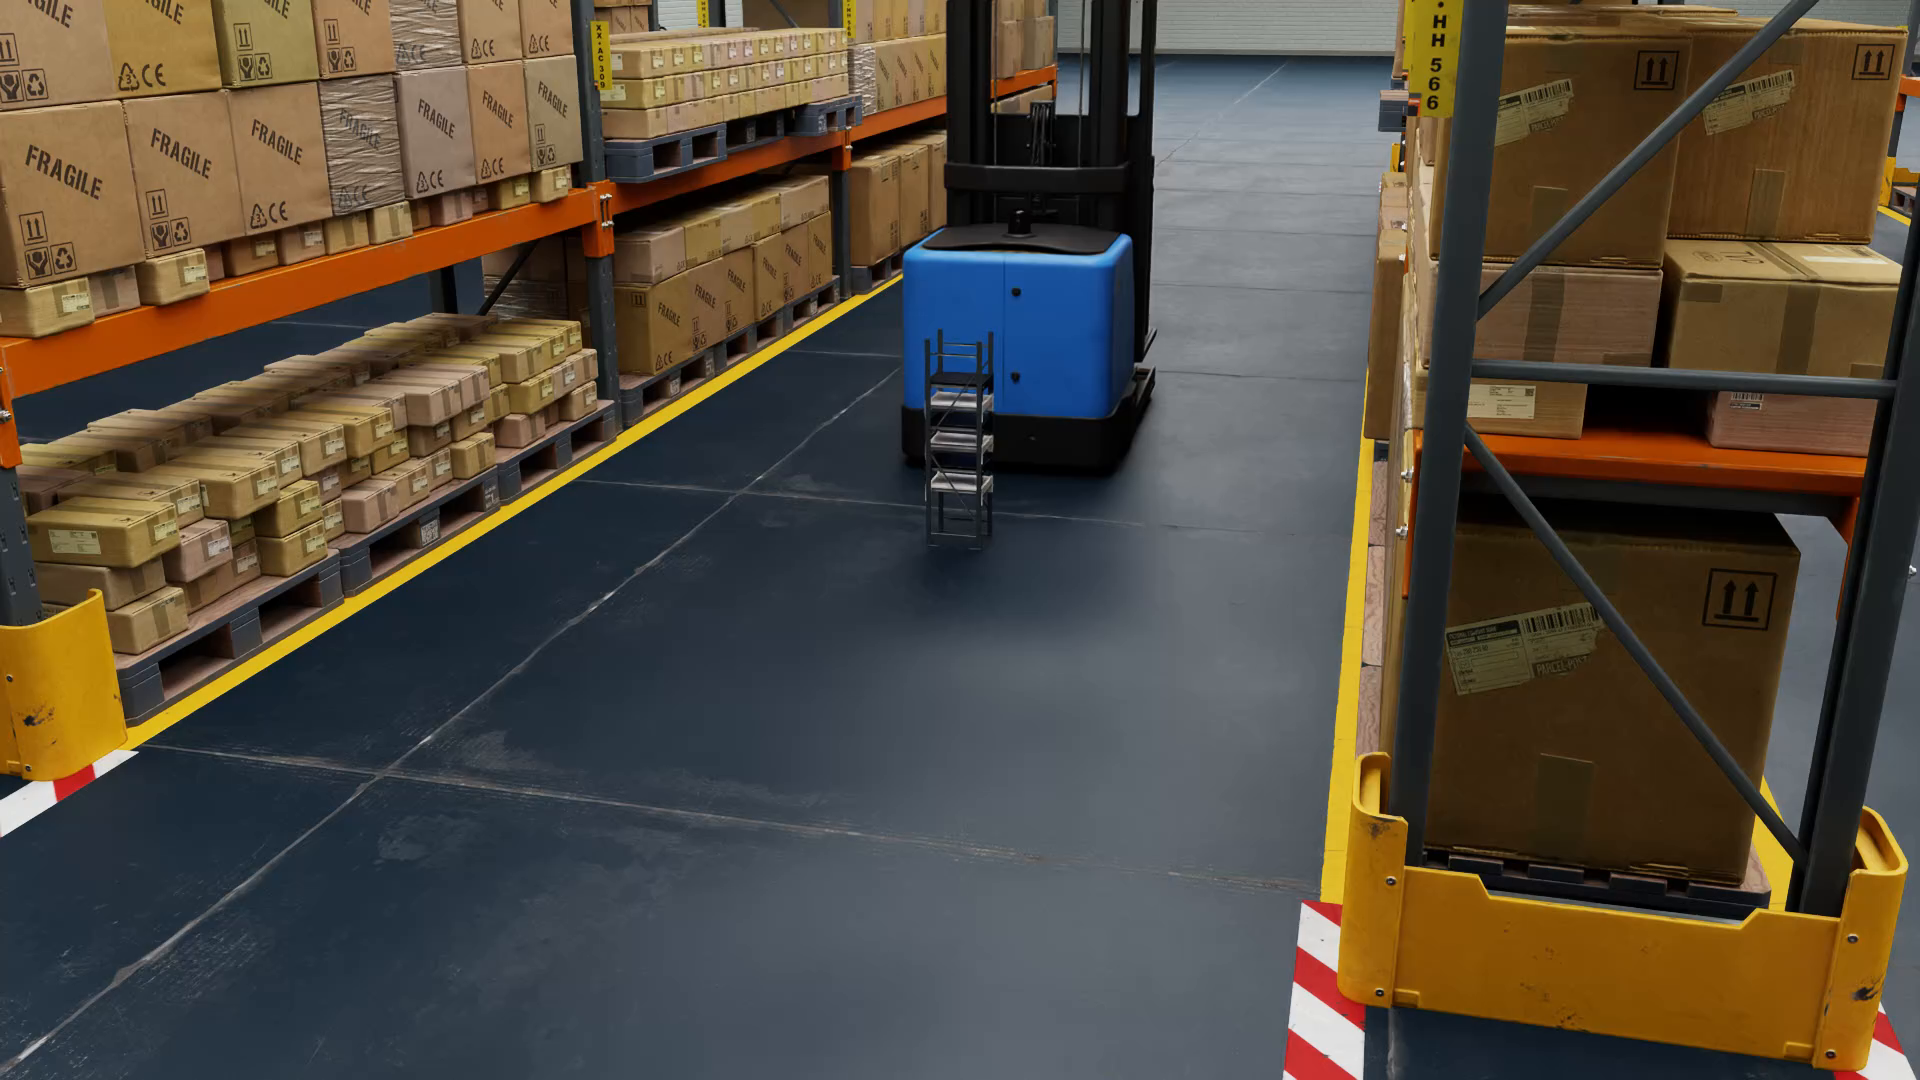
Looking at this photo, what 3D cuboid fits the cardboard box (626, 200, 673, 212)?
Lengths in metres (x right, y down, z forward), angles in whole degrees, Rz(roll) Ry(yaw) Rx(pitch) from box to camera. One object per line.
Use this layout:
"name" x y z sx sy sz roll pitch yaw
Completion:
"cardboard box" -2.104 -1.963 10.351 0.500 0.250 0.500 4 19 11

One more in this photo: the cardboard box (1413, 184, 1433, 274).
"cardboard box" 1.623 -0.896 4.942 0.500 0.250 0.500 4 19 12

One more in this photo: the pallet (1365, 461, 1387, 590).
"pallet" 2.229 -0.037 6.969 1.003 0.211 1.213 5 19 13

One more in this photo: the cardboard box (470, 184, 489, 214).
"cardboard box" -2.347 -1.541 7.448 0.380 0.149 0.250 4 19 12

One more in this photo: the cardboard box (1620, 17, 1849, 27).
"cardboard box" 2.135 -1.208 4.696 0.500 0.500 0.500 4 19 12

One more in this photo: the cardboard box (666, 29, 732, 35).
"cardboard box" -1.745 -3.337 11.134 0.380 0.149 0.250 5 19 13

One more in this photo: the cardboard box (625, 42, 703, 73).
"cardboard box" -1.625 -2.628 9.061 0.380 0.149 0.250 5 19 14

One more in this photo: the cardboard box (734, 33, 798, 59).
"cardboard box" -1.246 -3.117 10.493 0.380 0.149 0.250 5 19 13

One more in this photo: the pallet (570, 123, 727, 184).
"pallet" -1.966 -2.149 9.136 1.003 0.211 1.213 5 19 13

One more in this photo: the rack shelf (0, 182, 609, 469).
"rack shelf" -2.783 -1.045 6.718 1.077 0.370 4.000 5 19 13

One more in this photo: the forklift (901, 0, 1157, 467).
"forklift" 0.520 -2.176 9.025 1.130 2.935 3.031 4 19 11

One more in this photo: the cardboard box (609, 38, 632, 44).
"cardboard box" -2.128 -2.839 9.676 0.380 0.149 0.250 4 19 12

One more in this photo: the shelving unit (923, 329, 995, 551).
"shelving unit" -0.002 -0.423 7.035 0.258 0.900 0.210 5 19 13

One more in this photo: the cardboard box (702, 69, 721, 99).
"cardboard box" -1.565 -2.564 9.331 0.380 0.149 0.250 4 19 11

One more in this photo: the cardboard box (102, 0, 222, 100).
"cardboard box" -2.787 -1.698 5.356 0.500 0.500 0.500 5 20 15

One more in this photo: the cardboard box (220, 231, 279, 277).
"cardboard box" -2.714 -1.053 6.019 0.380 0.149 0.250 4 19 13

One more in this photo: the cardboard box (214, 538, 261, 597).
"cardboard box" -2.795 0.086 6.055 0.380 0.149 0.250 5 19 14

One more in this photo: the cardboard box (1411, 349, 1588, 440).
"cardboard box" 1.281 -0.354 3.971 0.380 0.149 0.250 5 19 14

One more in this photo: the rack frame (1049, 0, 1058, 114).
"rack frame" 0.638 -5.773 19.449 1.000 3.000 0.127 5 19 13

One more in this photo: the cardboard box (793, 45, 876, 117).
"cardboard box" -0.946 -3.432 12.441 0.500 0.500 0.500 5 19 14

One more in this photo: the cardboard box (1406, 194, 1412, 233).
"cardboard box" 2.032 -1.321 6.803 0.380 0.149 0.250 4 19 12

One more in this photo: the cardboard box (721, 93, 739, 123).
"cardboard box" -1.501 -2.503 9.613 0.380 0.149 0.250 4 19 11

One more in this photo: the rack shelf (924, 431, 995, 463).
"rack shelf" -0.002 -0.392 7.045 0.258 0.077 0.200 5 19 13

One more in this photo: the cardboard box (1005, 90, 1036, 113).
"cardboard box" 0.323 -4.473 18.279 0.875 0.875 0.875 4 19 13

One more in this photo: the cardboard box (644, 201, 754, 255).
"cardboard box" -1.601 -1.920 10.225 0.500 0.250 0.500 5 20 15

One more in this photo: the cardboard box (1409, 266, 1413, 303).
"cardboard box" 1.655 -0.833 5.373 0.380 0.149 0.250 5 19 14

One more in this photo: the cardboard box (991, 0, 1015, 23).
"cardboard box" 0.071 -5.554 16.905 0.875 0.550 0.550 5 19 13

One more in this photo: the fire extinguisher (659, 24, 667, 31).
"fire extinguisher" -3.712 -6.095 20.512 0.296 0.674 0.183 5 19 13

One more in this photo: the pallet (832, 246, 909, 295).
"pallet" -1.051 -2.187 13.265 1.003 0.211 1.213 5 19 13

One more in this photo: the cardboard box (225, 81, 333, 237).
"cardboard box" -2.656 -1.387 5.994 0.500 0.500 0.500 5 19 14

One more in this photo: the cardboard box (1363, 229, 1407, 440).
"cardboard box" 2.628 -0.984 8.065 1.225 0.875 0.875 5 19 14

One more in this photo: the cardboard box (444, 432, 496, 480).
"cardboard box" -2.313 -0.387 7.442 0.380 0.149 0.250 5 19 13

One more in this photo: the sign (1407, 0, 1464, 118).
"sign" 0.991 -1.042 3.440 0.100 0.325 0.005 5 19 13

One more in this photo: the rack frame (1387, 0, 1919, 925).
"rack frame" 1.513 -0.335 3.527 1.000 3.000 0.127 5 19 13

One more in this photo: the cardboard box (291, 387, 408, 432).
"cardboard box" -2.543 -0.527 6.931 0.380 0.149 0.250 5 19 14

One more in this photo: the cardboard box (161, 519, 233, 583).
"cardboard box" -2.773 0.026 5.771 0.380 0.149 0.250 5 19 13

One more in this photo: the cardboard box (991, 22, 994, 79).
"cardboard box" -0.149 -4.881 16.605 0.875 0.550 0.550 5 19 13

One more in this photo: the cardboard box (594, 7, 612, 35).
"cardboard box" -4.305 -5.815 18.958 0.500 0.500 0.500 5 19 13

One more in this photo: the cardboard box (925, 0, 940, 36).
"cardboard box" -0.579 -4.722 14.671 0.700 0.500 0.500 4 19 12

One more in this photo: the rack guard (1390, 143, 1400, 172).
"rack guard" 5.404 -4.143 18.544 1.175 0.500 0.348 5 19 13

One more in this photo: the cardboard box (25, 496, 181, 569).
"cardboard box" -2.814 -0.027 5.466 0.380 0.149 0.250 4 19 11

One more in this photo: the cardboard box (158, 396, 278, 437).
"cardboard box" -3.023 -0.479 6.791 0.380 0.149 0.250 4 19 12

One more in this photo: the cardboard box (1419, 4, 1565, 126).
"cardboard box" 2.126 -1.883 6.672 0.500 0.500 0.500 5 19 13

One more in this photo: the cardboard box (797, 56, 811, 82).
"cardboard box" -1.183 -3.051 10.757 0.380 0.149 0.250 5 19 14

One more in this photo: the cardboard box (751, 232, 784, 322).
"cardboard box" -1.468 -1.725 10.815 0.500 0.500 0.500 4 19 11

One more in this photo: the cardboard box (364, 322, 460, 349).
"cardboard box" -2.704 -0.970 8.227 0.380 0.149 0.250 6 20 16

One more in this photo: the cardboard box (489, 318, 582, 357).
"cardboard box" -2.129 -1.011 8.347 0.380 0.149 0.250 5 20 15

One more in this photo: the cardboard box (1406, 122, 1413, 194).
"cardboard box" 2.468 -1.959 8.126 0.500 0.500 0.500 5 20 15

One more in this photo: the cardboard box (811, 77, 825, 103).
"cardboard box" -1.117 -2.996 11.058 0.380 0.149 0.250 5 19 14

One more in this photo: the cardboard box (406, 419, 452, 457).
"cardboard box" -2.450 -0.473 7.231 0.380 0.149 0.250 4 19 11
